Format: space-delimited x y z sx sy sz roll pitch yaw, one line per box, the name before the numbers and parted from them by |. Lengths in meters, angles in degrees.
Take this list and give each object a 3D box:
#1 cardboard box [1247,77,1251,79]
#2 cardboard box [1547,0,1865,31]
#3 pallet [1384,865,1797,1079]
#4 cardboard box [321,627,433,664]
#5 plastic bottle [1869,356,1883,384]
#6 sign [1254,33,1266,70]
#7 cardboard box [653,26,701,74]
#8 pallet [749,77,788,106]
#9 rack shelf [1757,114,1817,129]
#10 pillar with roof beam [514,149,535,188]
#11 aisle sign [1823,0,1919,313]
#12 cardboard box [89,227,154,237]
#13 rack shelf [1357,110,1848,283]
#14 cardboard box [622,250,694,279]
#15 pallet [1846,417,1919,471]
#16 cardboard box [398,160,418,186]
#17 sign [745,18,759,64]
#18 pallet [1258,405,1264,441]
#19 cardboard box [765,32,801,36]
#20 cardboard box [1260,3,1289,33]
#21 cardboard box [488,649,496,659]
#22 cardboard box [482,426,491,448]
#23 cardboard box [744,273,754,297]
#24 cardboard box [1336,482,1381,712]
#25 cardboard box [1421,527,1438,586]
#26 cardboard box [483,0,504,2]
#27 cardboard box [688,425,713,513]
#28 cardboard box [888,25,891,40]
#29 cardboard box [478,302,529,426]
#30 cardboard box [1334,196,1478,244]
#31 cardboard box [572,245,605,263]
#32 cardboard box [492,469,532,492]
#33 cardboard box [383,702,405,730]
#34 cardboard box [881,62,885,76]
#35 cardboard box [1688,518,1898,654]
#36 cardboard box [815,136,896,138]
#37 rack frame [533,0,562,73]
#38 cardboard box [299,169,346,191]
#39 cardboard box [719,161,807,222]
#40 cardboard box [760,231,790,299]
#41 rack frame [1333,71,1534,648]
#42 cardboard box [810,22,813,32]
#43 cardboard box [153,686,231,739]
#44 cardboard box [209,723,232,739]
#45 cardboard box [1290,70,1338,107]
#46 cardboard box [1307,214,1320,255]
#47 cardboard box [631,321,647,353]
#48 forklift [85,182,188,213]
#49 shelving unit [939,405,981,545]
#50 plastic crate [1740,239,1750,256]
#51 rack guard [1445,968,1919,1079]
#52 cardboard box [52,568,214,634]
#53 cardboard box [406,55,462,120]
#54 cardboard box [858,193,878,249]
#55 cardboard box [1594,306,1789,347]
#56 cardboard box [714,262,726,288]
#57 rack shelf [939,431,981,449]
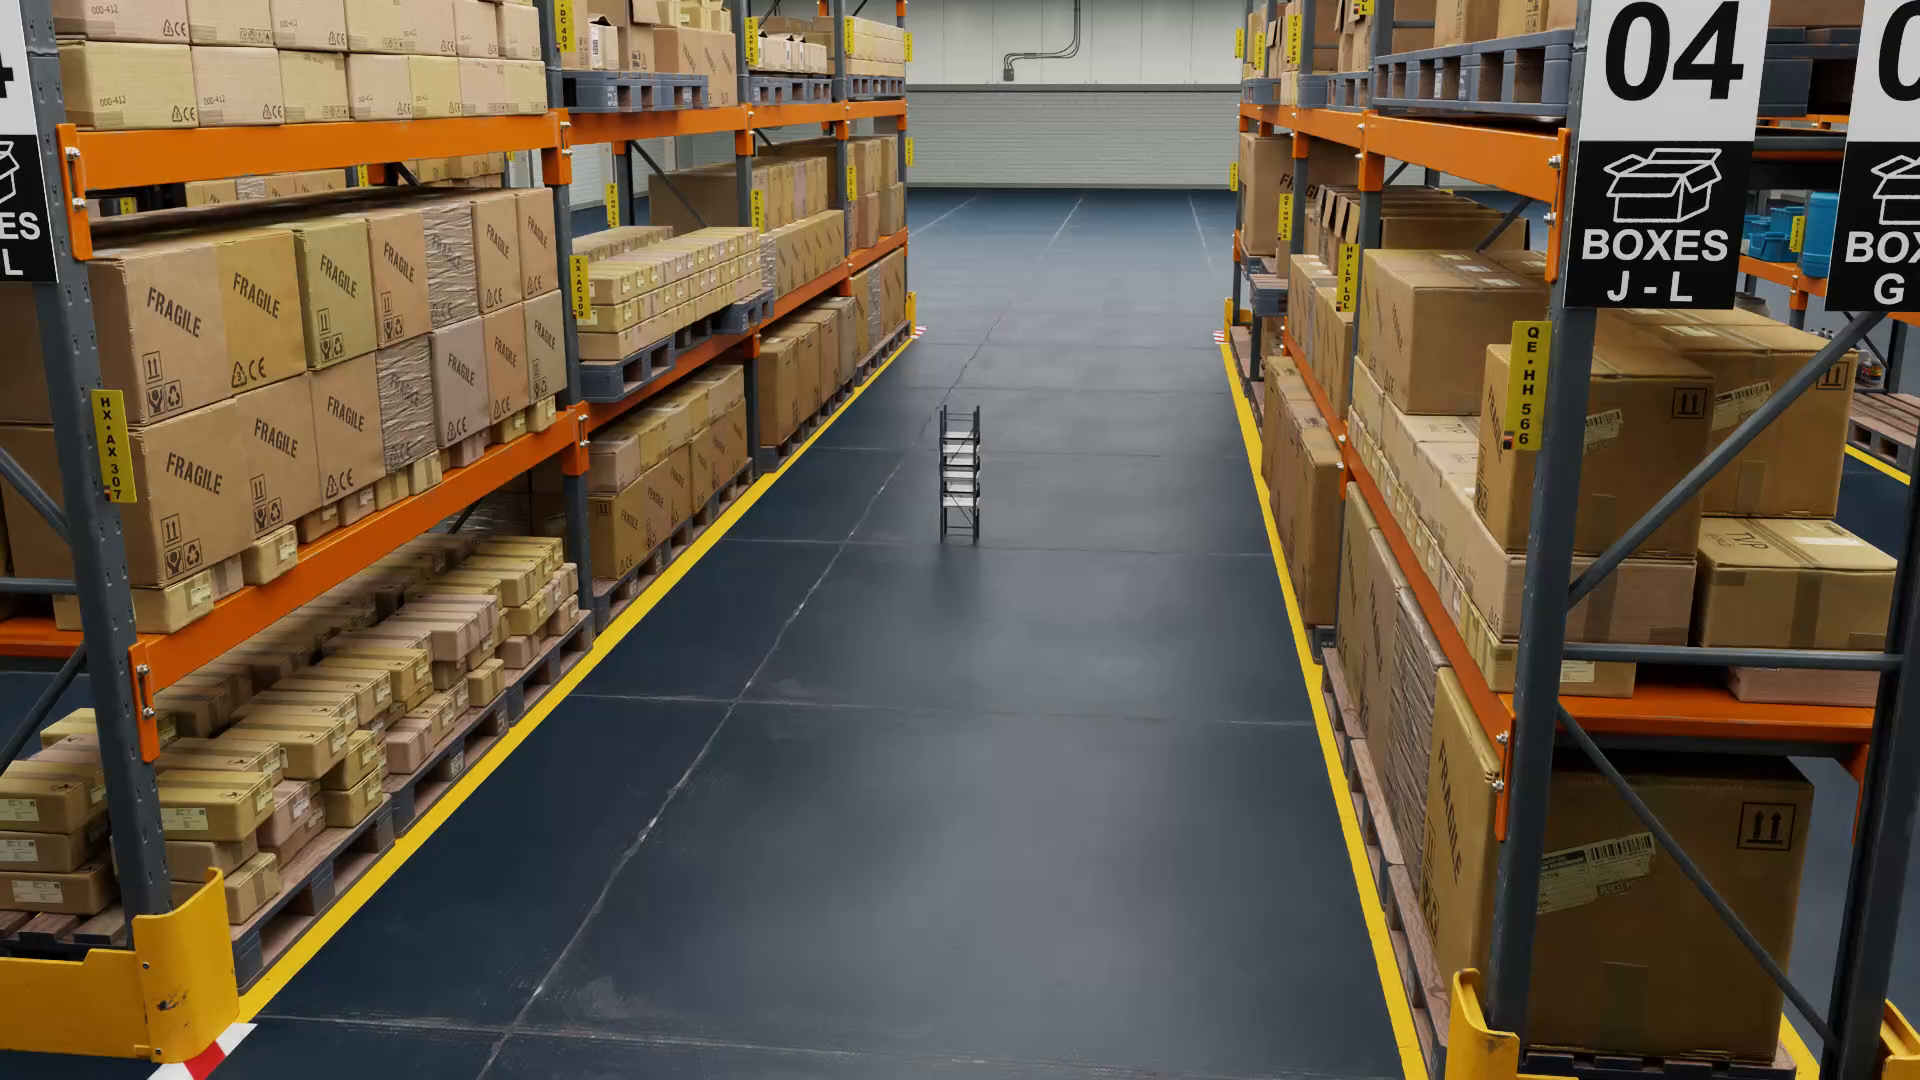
cardboard box | 3.344 -4.837 17.846 0.500 0.250 0.500 2 15 6
cardboard box | 1.967 -1.575 4.308 0.700 0.500 0.500 1 15 3
pallet | 1.974 1.445 5.415 1.003 0.211 1.213 2 15 6
cardboard box | -2.496 0.486 7.134 0.380 0.149 0.250 2 15 6
plastic bottle | 8.709 -1.623 15.803 0.097 0.271 0.097 0 15 0
sign | 2.776 -4.516 15.378 0.100 0.325 0.005 2 15 6
cardboard box | -1.968 -3.020 10.646 0.500 0.500 0.500 2 15 6
pallet | -2.032 -3.464 12.843 1.213 0.211 1.003 2 15 9
rack shelf | 8.463 -4.278 16.867 1.077 0.370 4.000 2 15 6
pillar with roof beam | -5.677 -11.562 36.682 9.100 9.000 0.400 2 15 6
aisle sign | 2.252 -0.919 3.835 0.394 0.787 0.004 2 15 6
cardboard box | -3.093 -0.796 5.682 0.500 0.500 0.500 1 15 4
rack shelf | 2.187 -1.311 5.896 1.077 0.370 4.000 2 15 6
cardboard box | -1.857 -1.694 10.218 0.380 0.149 0.250 2 15 8
pallet | 8.052 -0.790 13.679 1.003 0.211 1.213 2 15 6
cardboard box | -6.186 -4.010 17.569 0.700 0.500 0.500 2 15 7
sign | -1.514 -3.620 12.066 0.100 0.325 0.005 2 15 6
pallet | 3.094 -0.939 14.229 1.003 0.211 1.213 2 15 6
cardboard box | -1.801 -4.882 16.444 0.500 0.250 0.500 2 15 6
cardboard box | 3.113 -4.809 15.736 0.500 0.500 0.500 1 15 5
cardboard box | -2.438 0.584 7.913 0.380 0.149 0.250 1 15 5
cardboard box | -2.411 -0.497 7.734 0.380 0.149 0.250 1 15 5
cardboard box | -1.681 -1.815 11.803 0.380 0.149 0.250 2 15 6
cardboard box | 2.259 0.263 7.710 0.875 0.875 0.875 2 15 6
cardboard box | 1.789 0.063 5.666 0.380 0.149 0.250 1 15 5
cardboard box | -2.273 -2.488 7.437 0.380 0.149 0.250 2 15 6
cardboard box | -1.973 -0.484 11.191 0.500 0.500 0.500 1 15 4
cardboard box | -0.966 -5.616 18.396 0.380 0.149 0.250 2 15 6
cardboard box | -2.337 -0.825 7.705 0.500 0.500 0.500 1 15 5
cardboard box | 2.620 -1.767 9.837 0.797 0.503 0.637 2 15 8
cardboard box | -2.476 -1.788 10.565 0.380 0.149 0.250 1 15 5
cardboard box | -2.671 -0.460 9.665 0.500 0.250 0.500 1 15 5
cardboard box | -2.552 0.696 6.931 0.380 0.149 0.250 2 15 9
cardboard box | -1.023 -5.100 18.014 0.380 0.149 0.250 2 15 7
cardboard box | 2.284 0.121 4.687 0.500 0.250 0.500 1 15 5
cardboard box | -1.230 -4.512 19.747 0.875 0.550 0.550 2 15 6
rack frame | -2.504 -3.797 7.966 1.000 3.000 0.127 2 15 6
cardboard box | -6.355 -3.364 16.290 0.500 0.500 0.500 1 15 5
cardboard box | -1.765 -3.114 14.824 0.700 0.500 0.500 2 15 7
cardboard box | -1.679 -2.228 13.462 0.500 0.500 0.500 2 15 6
rack frame | 2.413 -0.729 8.112 1.000 3.000 0.127 2 15 6
cardboard box | -1.733 -5.371 17.488 0.380 0.149 0.250 2 15 6
cardboard box | -3.067 0.678 6.426 0.380 0.149 0.250 1 15 4
cardboard box | -2.990 0.819 6.474 0.380 0.149 0.250 2 15 6
cardboard box | 2.674 -3.273 12.060 0.500 0.250 0.500 2 15 6
cardboard box | 2.886 -2.159 12.403 0.500 0.500 0.500 0 15 -1
cardboard box | -1.977 -1.144 9.322 0.380 0.149 0.250 2 15 7
forklift | -5.512 -1.310 10.393 3.031 2.935 1.130 11 18 34
shelving unit | -0.001 -0.432 11.037 0.258 0.900 0.210 2 15 6
plastic crate | 8.169 -2.960 16.866 0.530 0.136 0.437 2 15 6
rack guard | 1.959 1.521 4.579 1.175 0.500 0.348 2 15 6
cardboard box | -2.593 0.183 5.221 0.380 0.149 0.250 2 15 6
cardboard box | -2.415 -1.881 6.912 0.500 0.250 0.500 2 15 6
cardboard box | -1.354 -3.425 17.794 0.875 0.550 0.550 2 15 6
cardboard box | 2.393 -0.506 5.567 0.500 0.500 0.500 1 15 5
cardboard box | -1.770 -1.755 11.015 0.380 0.149 0.250 2 15 6
rack shelf | -0.001 -0.661 10.975 0.258 0.077 0.200 2 15 6
